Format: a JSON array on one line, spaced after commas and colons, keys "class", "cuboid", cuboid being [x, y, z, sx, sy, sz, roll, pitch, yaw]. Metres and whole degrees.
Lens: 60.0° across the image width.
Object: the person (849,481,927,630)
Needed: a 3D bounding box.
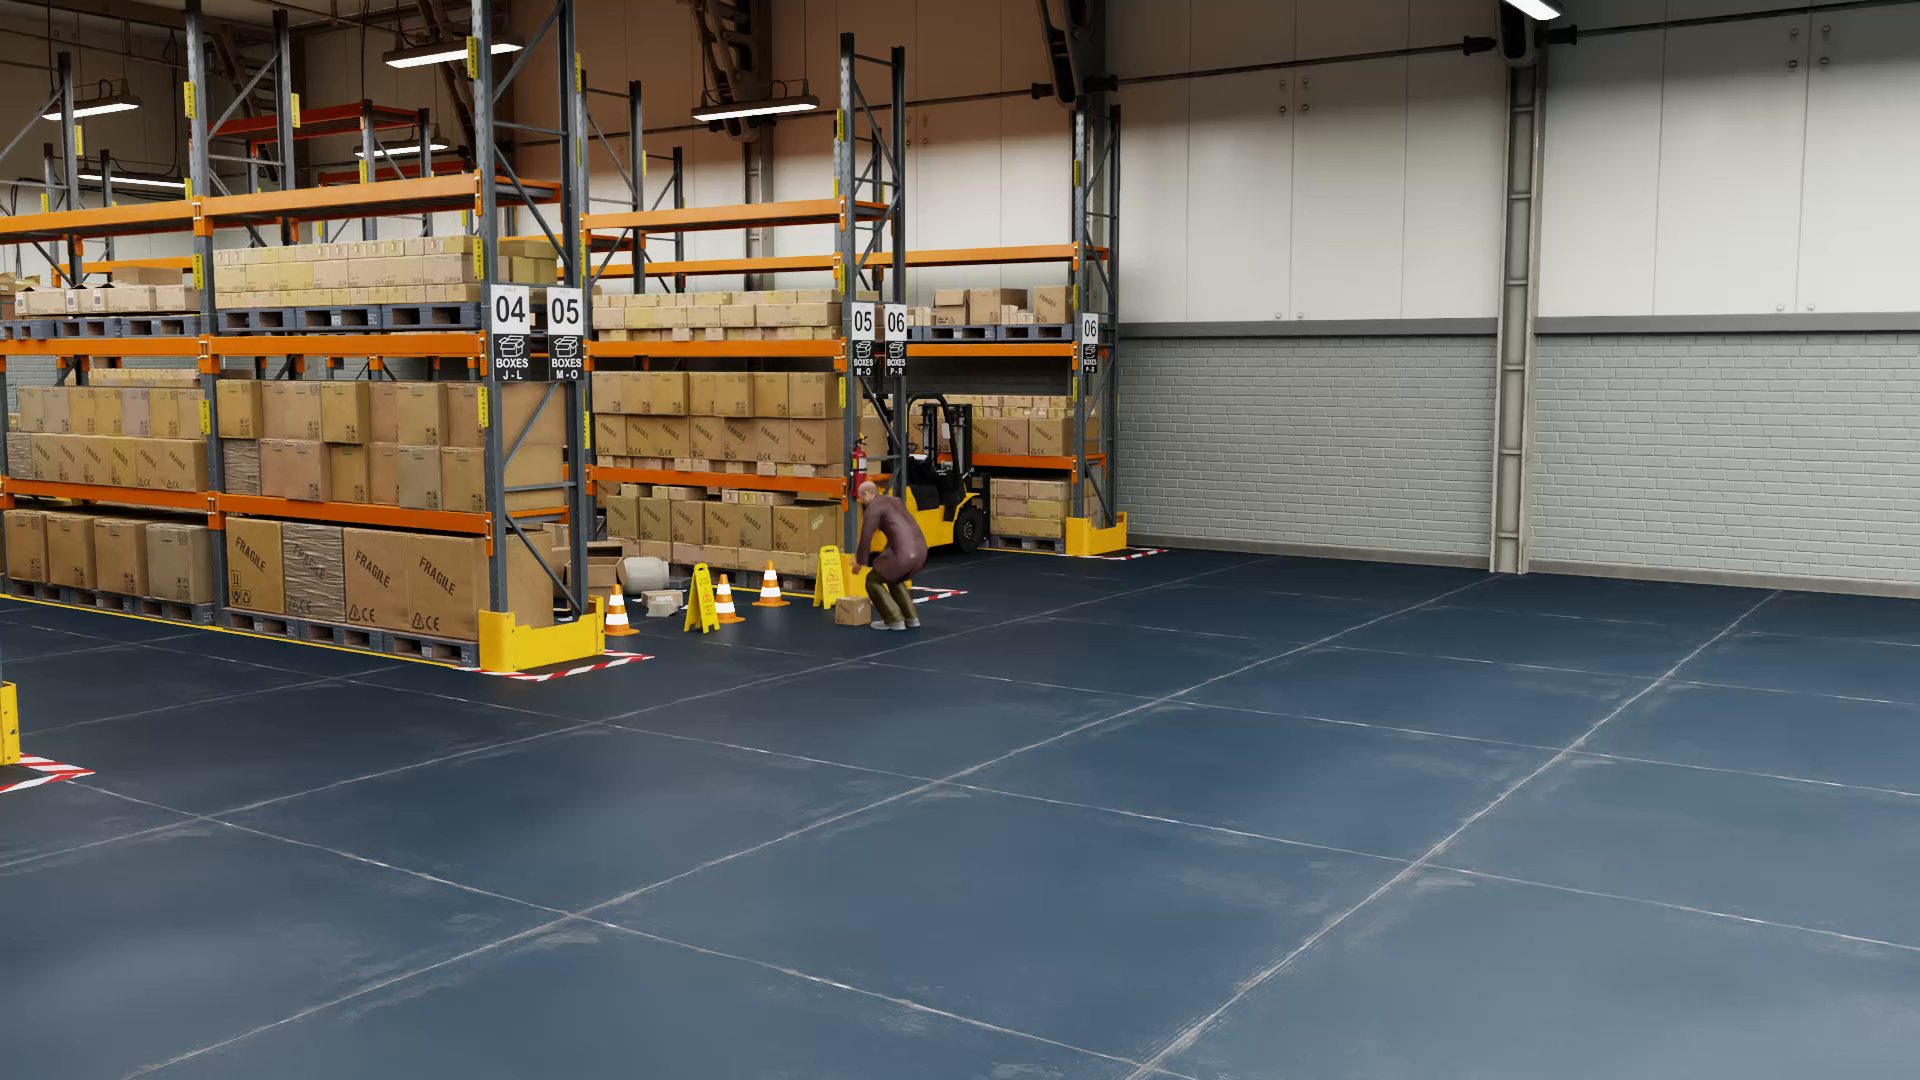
[{"class": "person", "cuboid": [-0.676, 0.149, 16.057, 0.719, 1.423, 0.631, 4, 7, 34]}]
